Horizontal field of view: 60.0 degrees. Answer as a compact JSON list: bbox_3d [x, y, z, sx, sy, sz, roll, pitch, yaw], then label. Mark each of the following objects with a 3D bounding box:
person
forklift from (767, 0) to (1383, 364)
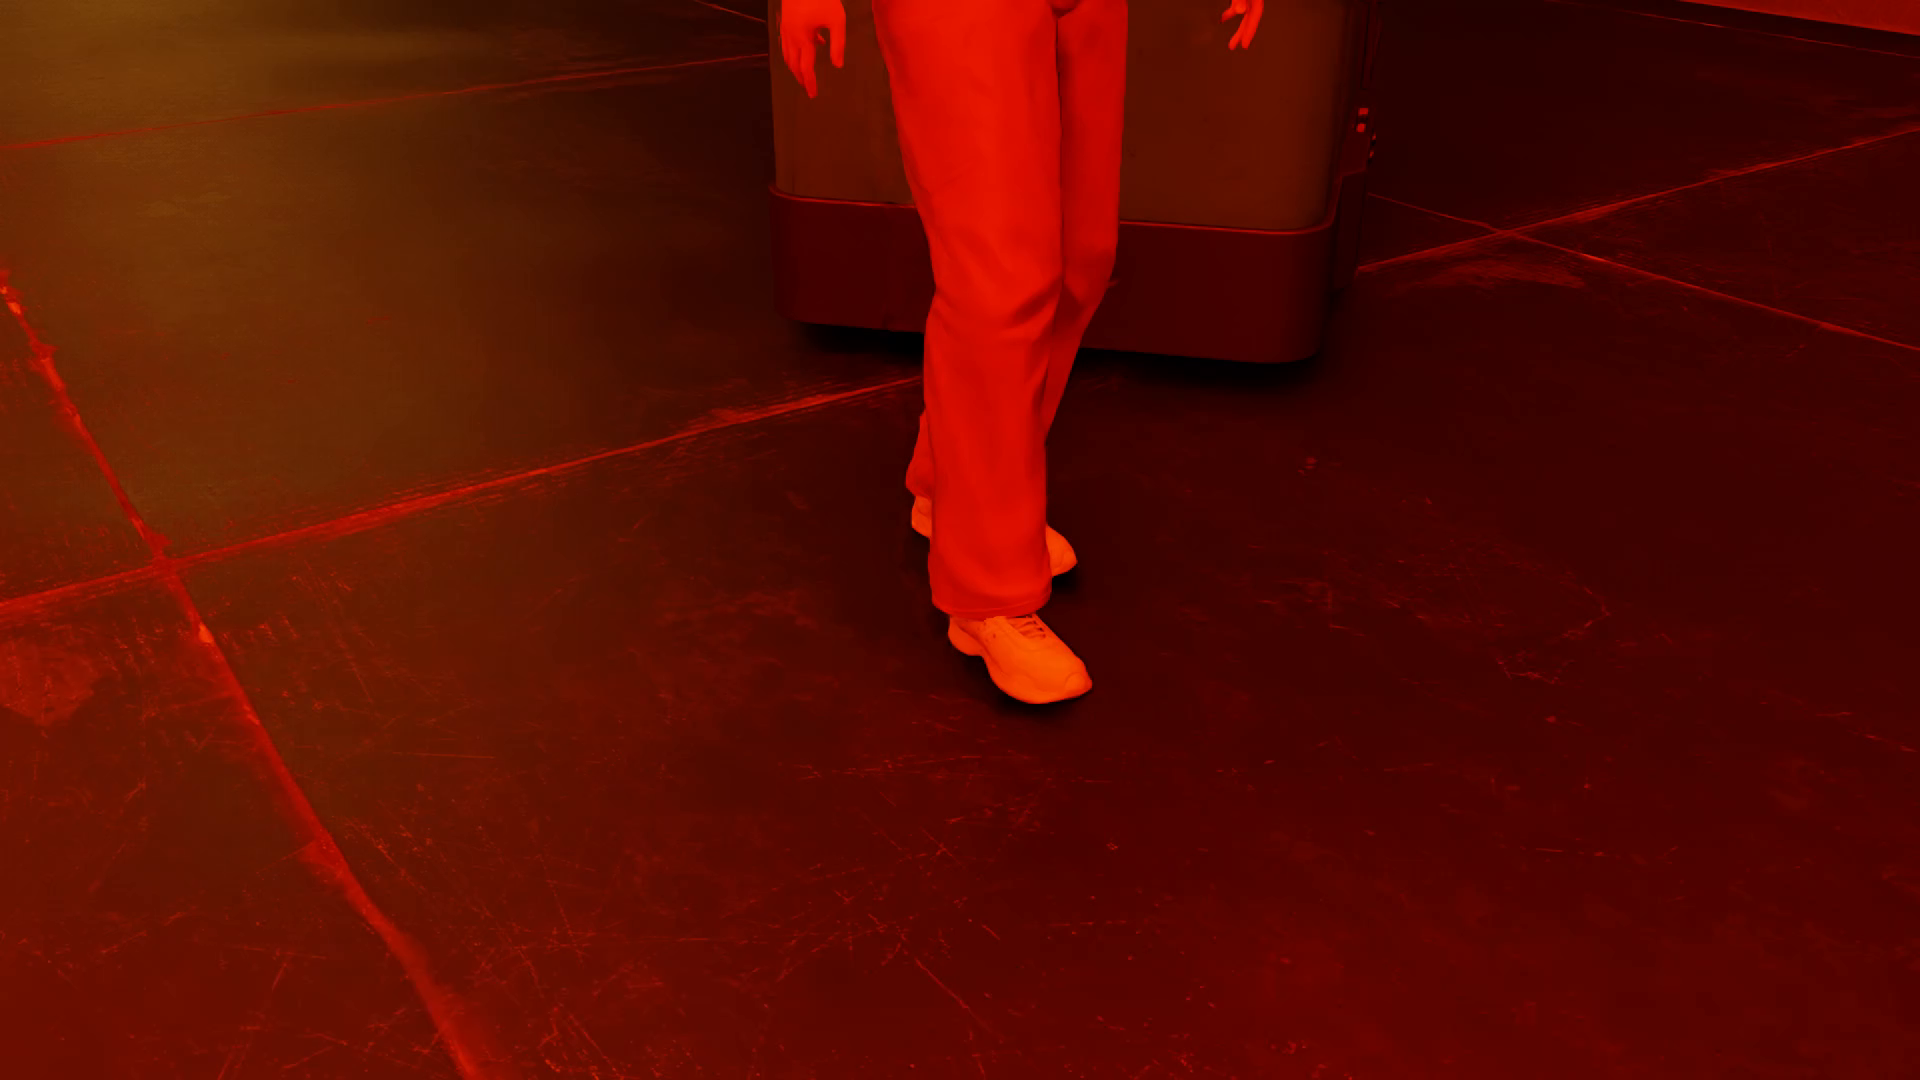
[{"bbox_3d":[0.115,-0.666,1.989,0.599,1.652,0.578,-22,34,-37],"label":"person"},{"bbox_3d":[0.507,-2.265,3.746,1.130,2.935,3.031,7,27,13],"label":"forklift"}]
